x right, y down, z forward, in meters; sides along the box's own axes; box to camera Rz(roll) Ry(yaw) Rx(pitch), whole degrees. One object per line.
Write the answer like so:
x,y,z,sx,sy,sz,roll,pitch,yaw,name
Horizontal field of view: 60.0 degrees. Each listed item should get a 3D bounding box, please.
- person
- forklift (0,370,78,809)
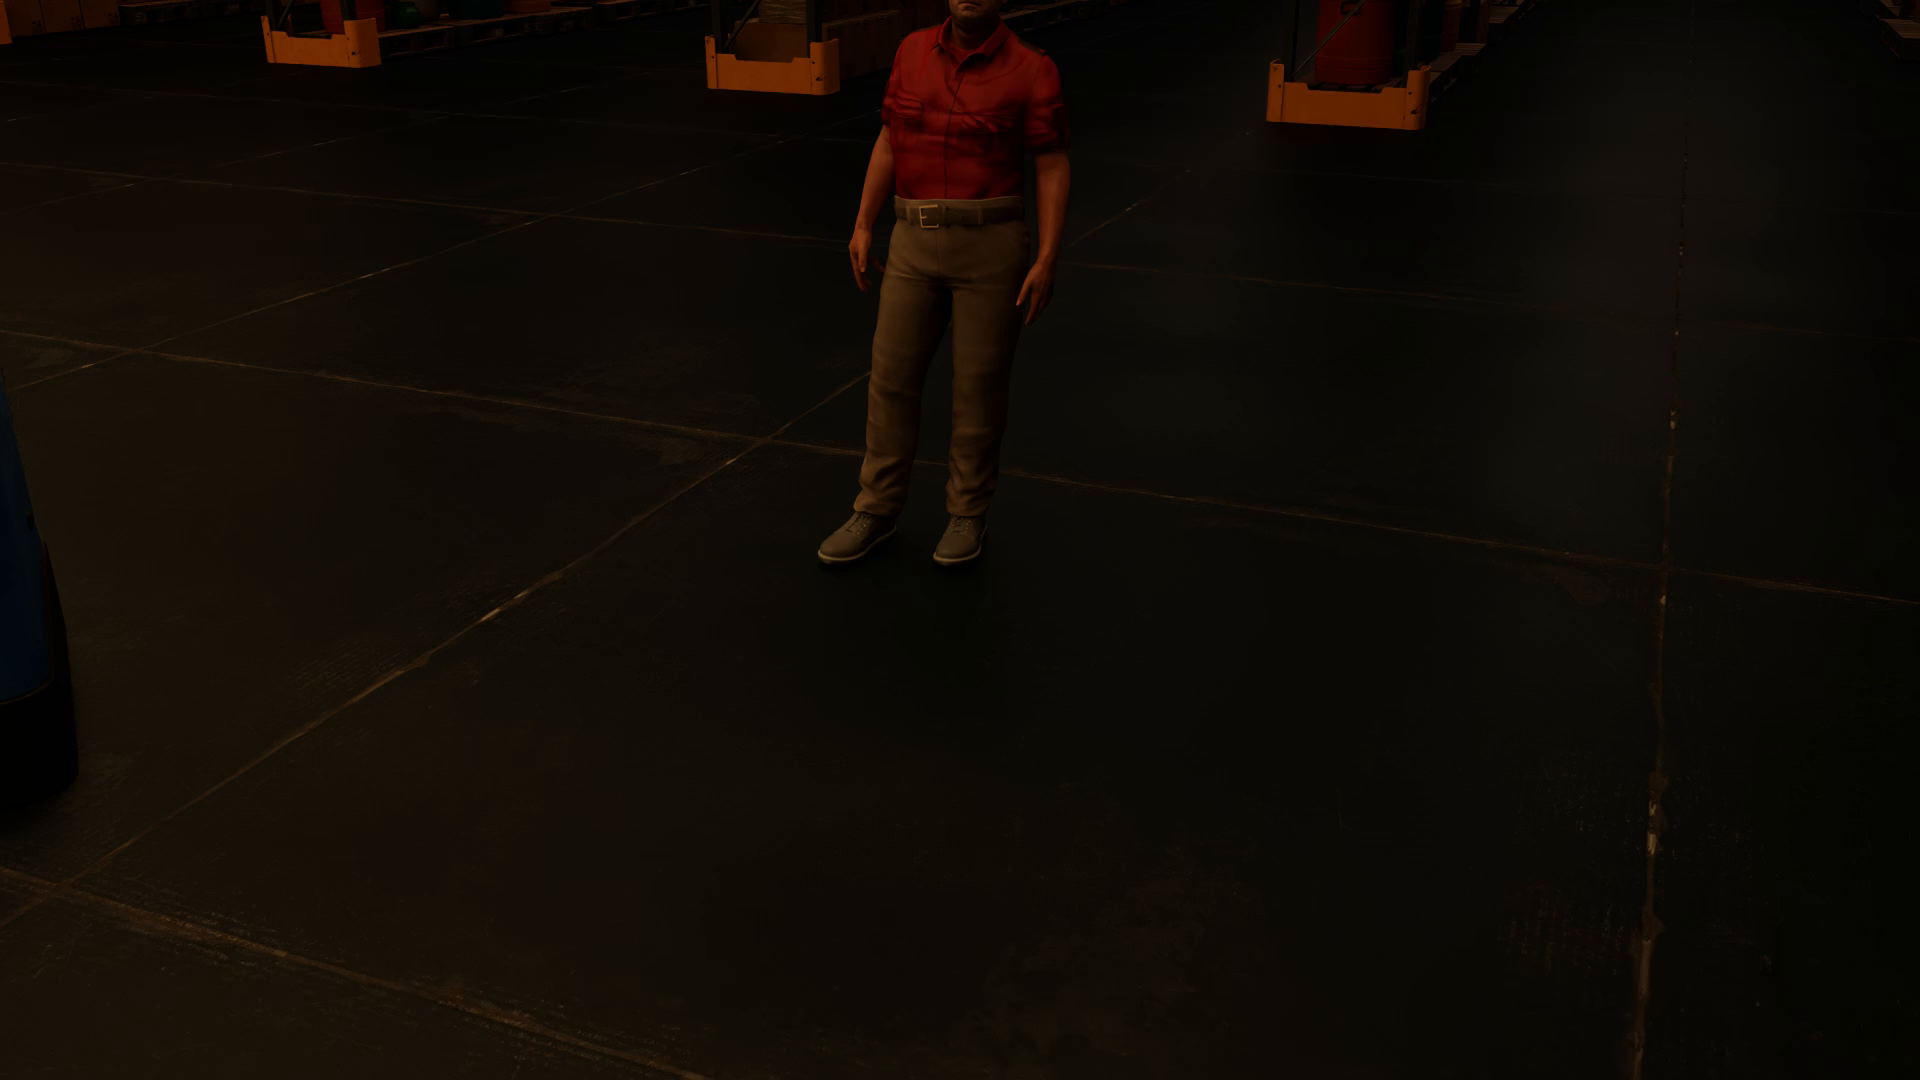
-0.046,-0.774,4.685,0.640,1.727,0.551,9,24,21,person
-3.489,-0.643,2.830,3.031,2.935,1.130,-12,25,-26,forklift
